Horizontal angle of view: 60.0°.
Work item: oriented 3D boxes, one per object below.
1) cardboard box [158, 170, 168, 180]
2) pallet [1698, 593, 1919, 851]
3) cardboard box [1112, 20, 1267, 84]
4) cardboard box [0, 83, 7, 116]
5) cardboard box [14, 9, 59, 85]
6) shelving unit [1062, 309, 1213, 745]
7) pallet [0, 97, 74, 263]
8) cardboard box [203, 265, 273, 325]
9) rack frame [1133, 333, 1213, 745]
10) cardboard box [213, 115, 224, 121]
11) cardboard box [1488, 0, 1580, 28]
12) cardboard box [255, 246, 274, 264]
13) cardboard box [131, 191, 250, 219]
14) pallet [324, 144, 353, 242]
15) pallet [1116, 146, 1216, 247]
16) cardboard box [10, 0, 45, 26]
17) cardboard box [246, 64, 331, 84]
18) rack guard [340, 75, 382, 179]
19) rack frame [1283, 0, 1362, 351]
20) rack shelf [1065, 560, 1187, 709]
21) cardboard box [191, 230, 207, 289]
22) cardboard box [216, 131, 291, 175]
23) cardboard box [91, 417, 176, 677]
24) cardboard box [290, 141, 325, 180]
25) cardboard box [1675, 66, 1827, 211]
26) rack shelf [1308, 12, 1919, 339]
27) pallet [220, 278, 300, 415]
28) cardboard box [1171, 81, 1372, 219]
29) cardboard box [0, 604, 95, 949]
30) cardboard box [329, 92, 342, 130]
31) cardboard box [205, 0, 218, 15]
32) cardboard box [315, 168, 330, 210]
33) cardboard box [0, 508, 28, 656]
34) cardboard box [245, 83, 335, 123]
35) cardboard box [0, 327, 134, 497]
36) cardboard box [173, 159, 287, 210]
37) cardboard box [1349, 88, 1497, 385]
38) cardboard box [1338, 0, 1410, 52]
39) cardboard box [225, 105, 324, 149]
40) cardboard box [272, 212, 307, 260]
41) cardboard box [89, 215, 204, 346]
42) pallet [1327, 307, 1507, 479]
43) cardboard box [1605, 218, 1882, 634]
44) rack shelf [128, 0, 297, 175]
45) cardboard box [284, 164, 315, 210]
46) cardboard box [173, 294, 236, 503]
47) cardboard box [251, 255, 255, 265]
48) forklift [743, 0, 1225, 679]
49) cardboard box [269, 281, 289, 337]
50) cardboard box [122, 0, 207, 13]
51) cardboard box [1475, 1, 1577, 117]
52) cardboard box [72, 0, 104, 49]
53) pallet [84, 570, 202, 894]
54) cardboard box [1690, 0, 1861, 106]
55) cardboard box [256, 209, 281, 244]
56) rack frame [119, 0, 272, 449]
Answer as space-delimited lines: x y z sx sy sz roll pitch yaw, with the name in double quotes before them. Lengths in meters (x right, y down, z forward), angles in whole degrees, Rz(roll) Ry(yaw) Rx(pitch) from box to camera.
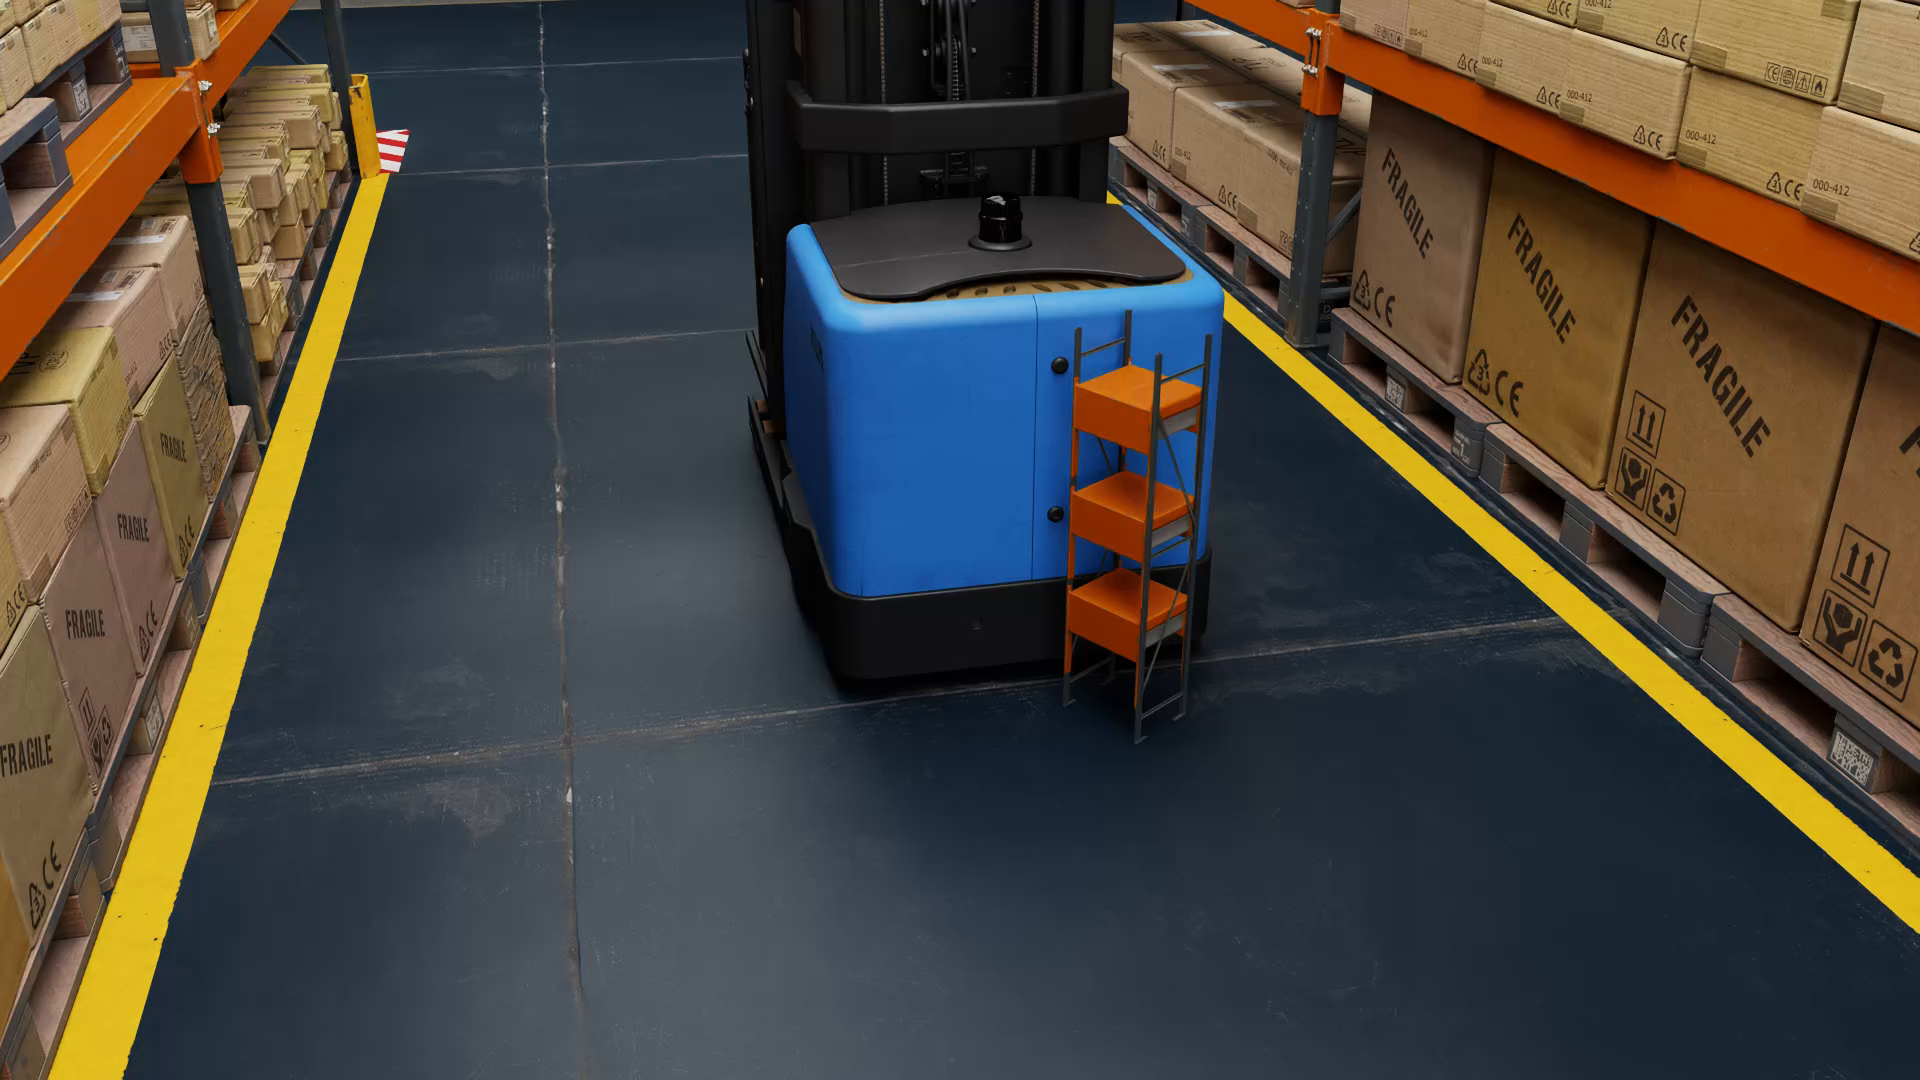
"cardboard box" -3.608 -1.638 7.205 0.380 0.149 0.250 -6 27 -11
"pallet" 2.638 0.457 4.110 1.003 0.211 1.213 -6 27 -12
"cardboard box" 1.186 -2.710 9.668 0.875 0.438 0.875 -7 28 -13
"cardboard box" -2.380 -0.992 3.700 0.380 0.149 0.250 -5 27 -9
"cardboard box" -2.507 -1.230 4.171 0.380 0.149 0.250 -7 28 -14
"shelving unit" 0.429 -0.020 4.125 0.215 1.050 0.252 -24 35 -39
"pallet" -2.543 -0.666 3.454 1.003 0.211 1.213 -6 27 -12
"cardboard box" -2.729 -0.882 6.036 0.380 0.149 0.250 -5 27 -9
"rack frame" 0.515 0.019 4.047 0.200 1.050 0.008 -24 35 -39
"cardboard box" -3.992 -2.190 8.628 0.380 0.149 0.250 -5 27 -9
"cardboard box" 1.898 -1.674 4.849 0.500 0.250 0.500 -6 27 -11
"cardboard box" -3.000 -1.077 6.753 0.380 0.149 0.250 -7 28 -13
"cardboard box" -2.944 -1.228 6.392 0.380 0.149 0.250 -6 27 -12
"pallet" -3.695 -1.760 8.503 1.003 0.211 1.213 -6 27 -12
"pallet" 1.467 -1.823 8.628 1.003 0.211 1.213 -6 27 -12
"cardboard box" -2.497 -1.352 4.082 0.380 0.149 0.250 -7 28 -13
"cardboard box" -3.494 -2.373 8.659 0.380 0.149 0.250 -6 27 -11
"rack guard" -3.843 -2.250 9.152 1.175 0.500 0.348 -6 27 -12
"rack frame" 1.841 -2.190 6.260 1.000 3.000 0.127 -6 27 -12
"rack shelf" 0.429 0.238 4.255 0.215 0.259 0.240 -24 35 -39
"cardboard box" -2.835 -0.995 5.931 0.380 0.149 0.250 -5 27 -9
"cardboard box" -3.162 -1.684 7.295 0.380 0.149 0.250 -6 27 -11
"cardboard box" -2.320 0.036 4.158 0.500 0.500 0.500 -7 28 -13
"cardboard box" -3.215 -1.790 7.835 0.380 0.149 0.250 -6 27 -11
"cardboard box" 2.147 -1.008 4.084 0.500 0.250 0.500 -6 27 -12
"rack shelf" 2.292 -0.991 4.682 1.077 0.370 4.000 -6 27 -12
"pallet" -3.145 -0.689 6.381 1.003 0.211 1.213 -6 27 -12
"cardboard box" 1.602 -1.913 8.089 0.875 0.438 0.875 -7 28 -13
"cardboard box" -2.085 0.485 3.269 0.500 0.500 0.500 -6 27 -11
"cardboard box" -3.463 -2.244 8.734 0.380 0.149 0.250 -7 28 -13
"cardboard box" -3.001 -2.026 6.213 0.380 0.149 0.250 -7 28 -14
"cardboard box" -3.219 -1.664 7.915 0.380 0.149 0.250 -7 28 -14
"cardboard box" -2.091 0.157 3.086 0.500 0.250 0.500 -6 27 -12
"cardboard box" -3.311 -2.156 8.229 0.380 0.149 0.250 -7 28 -13
"cardboard box" -2.309 -0.290 3.972 0.500 0.250 0.500 -7 28 -14
"cardboard box" -3.003 -1.461 6.853 0.380 0.149 0.250 -5 27 -10
"cardboard box" 2.059 -1.165 6.121 0.875 0.875 0.875 -5 27 -10
"cardboard box" 1.683 -1.903 5.858 0.500 0.250 0.500 -7 28 -13
"cardboard box" -3.200 -1.923 7.769 0.380 0.149 0.250 -5 27 -10
"cardboard box" -3.060 -1.316 7.225 0.380 0.149 0.250 -7 28 -13
"cardboard box" -2.545 -0.748 4.879 0.500 0.250 0.500 -7 28 -13
"pallet" 2.088 -0.614 6.232 1.003 0.211 1.213 -6 27 -12
"cardboard box" 2.471 -0.376 4.559 0.875 0.875 0.875 -6 27 -11
"rack shelf" -3.410 -2.200 7.078 1.077 0.370 4.000 -6 27 -12
"cardboard box" -3.086 -1.557 7.374 0.380 0.149 0.250 -6 27 -11
"cardboard box" -2.547 -0.415 5.051 0.500 0.500 0.500 -6 27 -13
"cardboard box" -2.963 -1.087 6.443 0.380 0.149 0.250 -6 27 -12
"forklift" -0.136 -1.586 5.139 1.130 2.935 3.031 -6 27 -11
"cardboard box" -2.788 -0.867 6.336 0.380 0.149 0.250 -5 27 -10
"cardboard box" -2.825 -2.063 5.568 0.500 0.500 0.500 -6 27 -13
"cardboard box" 1.901 -1.449 4.959 0.500 0.250 0.500 -6 27 -12
"cardboard box" -2.617 -1.450 4.606 0.380 0.149 0.250 -6 27 -11
"pallet" -2.504 0.480 4.064 1.003 0.211 1.213 -6 27 -12
"cardboard box" 2.131 -1.224 3.958 0.500 0.250 0.500 -7 28 -13
"cardboard box" -3.060 -1.329 6.922 0.380 0.149 0.250 -5 27 -9
"rack frame" -2.959 -1.643 5.176 1.000 3.000 0.127 -6 27 -12
